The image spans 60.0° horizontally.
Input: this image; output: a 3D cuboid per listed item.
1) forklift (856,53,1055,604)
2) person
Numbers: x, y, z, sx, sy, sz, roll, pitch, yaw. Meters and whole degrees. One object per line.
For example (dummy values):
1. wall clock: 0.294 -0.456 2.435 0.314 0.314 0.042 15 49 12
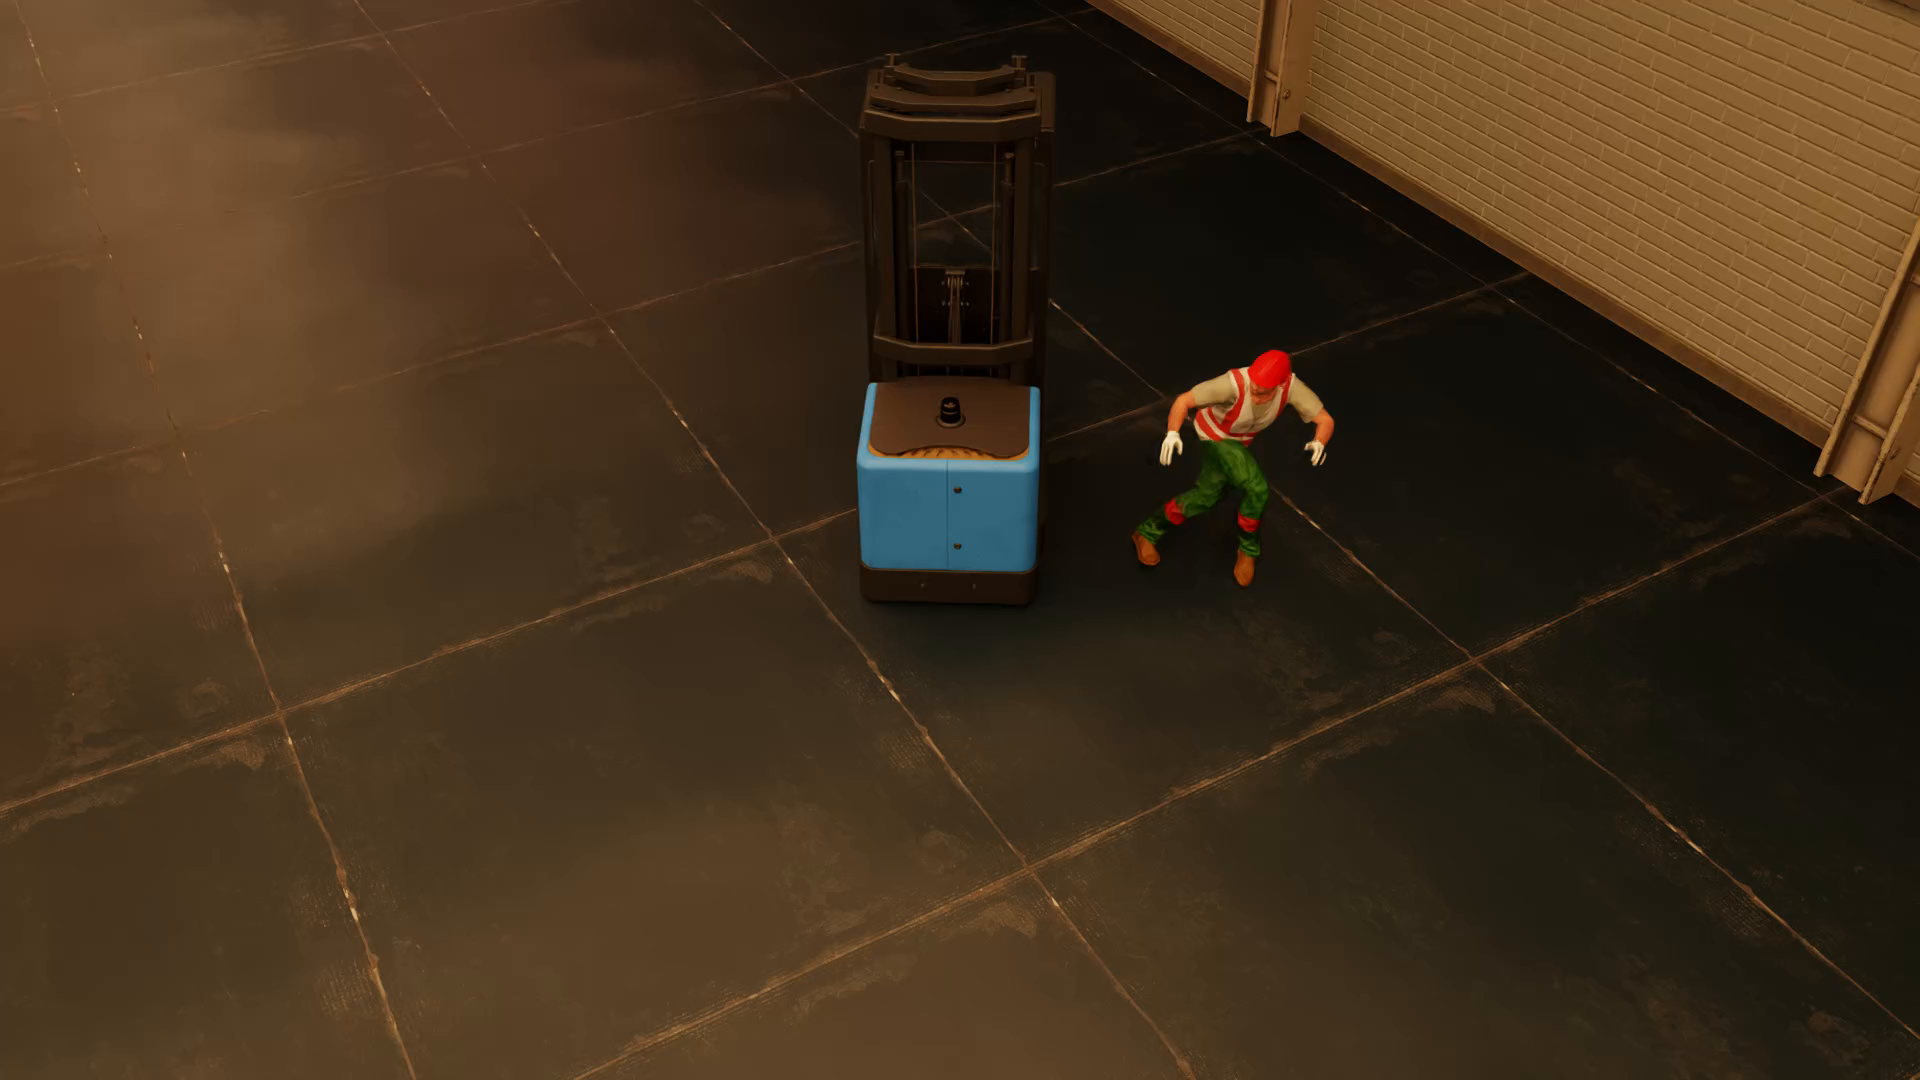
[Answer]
1. forklift: -0.007 -1.672 10.052 1.130 2.935 3.031 2 40 2
2. person: 1.600 -0.425 9.637 1.000 1.507 0.946 -21 44 -24
